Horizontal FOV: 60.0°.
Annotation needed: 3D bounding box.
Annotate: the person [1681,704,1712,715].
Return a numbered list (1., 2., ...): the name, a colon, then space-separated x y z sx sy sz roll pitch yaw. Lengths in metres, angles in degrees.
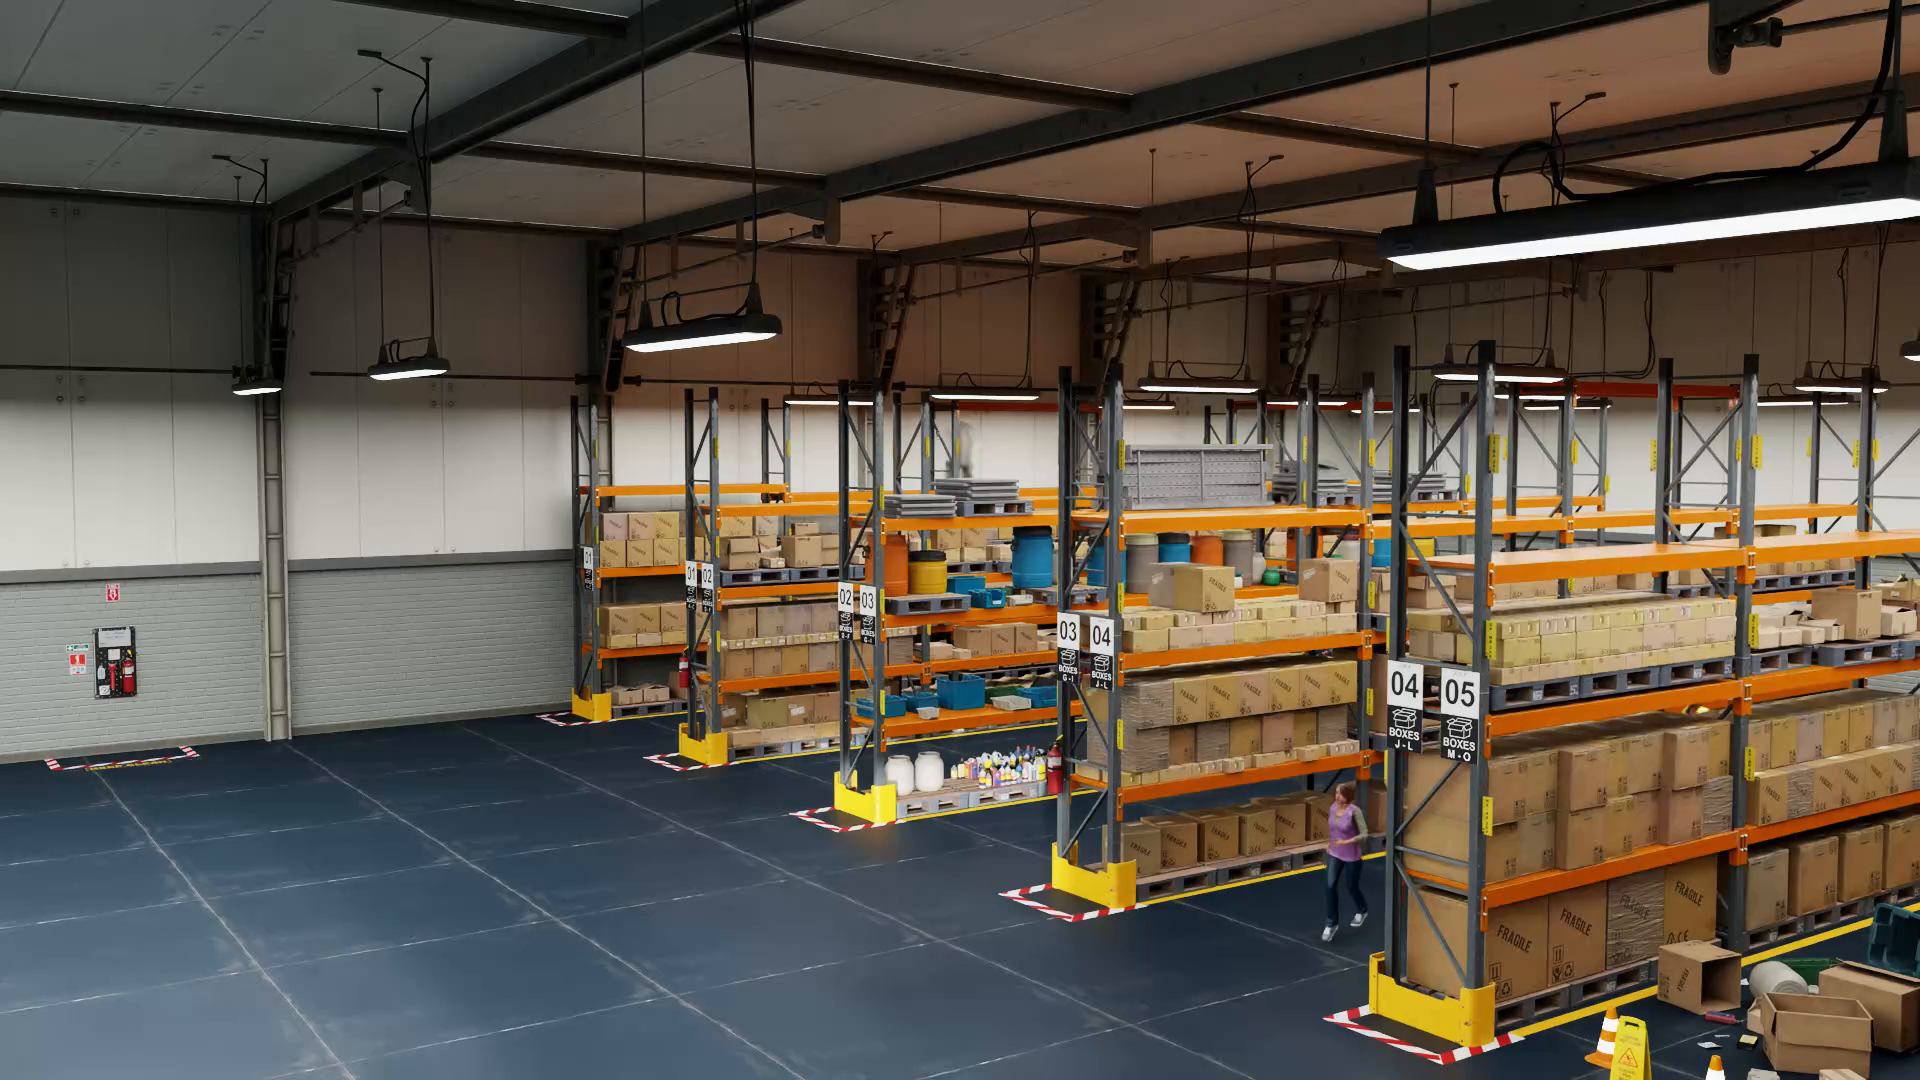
1. person: 10.094 2.922 22.748 0.798 1.830 0.665 -2 4 -30

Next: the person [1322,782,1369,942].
1. person: 4.045 3.328 17.291 0.524 1.639 0.719 3 5 42
